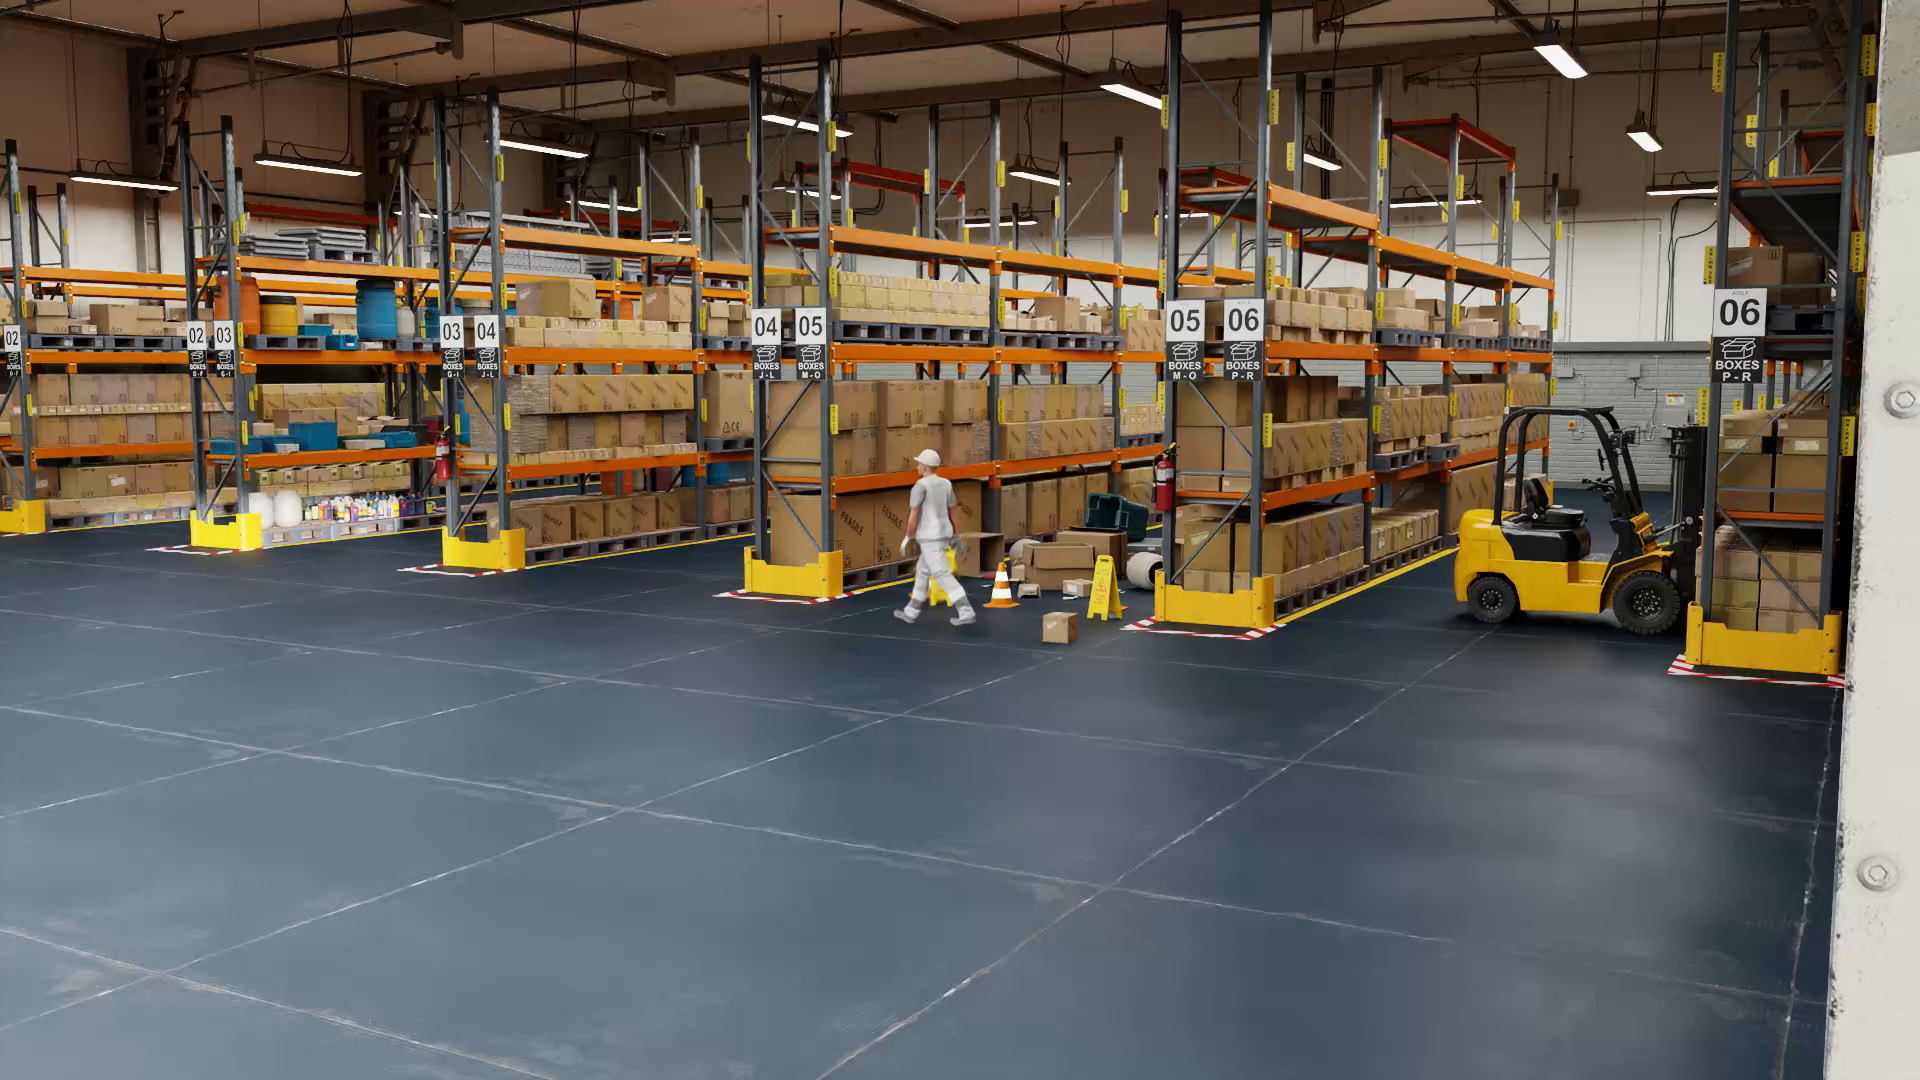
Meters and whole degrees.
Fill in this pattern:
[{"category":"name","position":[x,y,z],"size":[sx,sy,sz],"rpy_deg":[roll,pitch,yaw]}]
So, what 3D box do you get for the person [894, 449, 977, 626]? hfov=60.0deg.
[{"category":"person","position":[-0.275,-0.011,16.185],"size":[1.088,1.738,0.573],"rpy_deg":[4,7,35]}]
